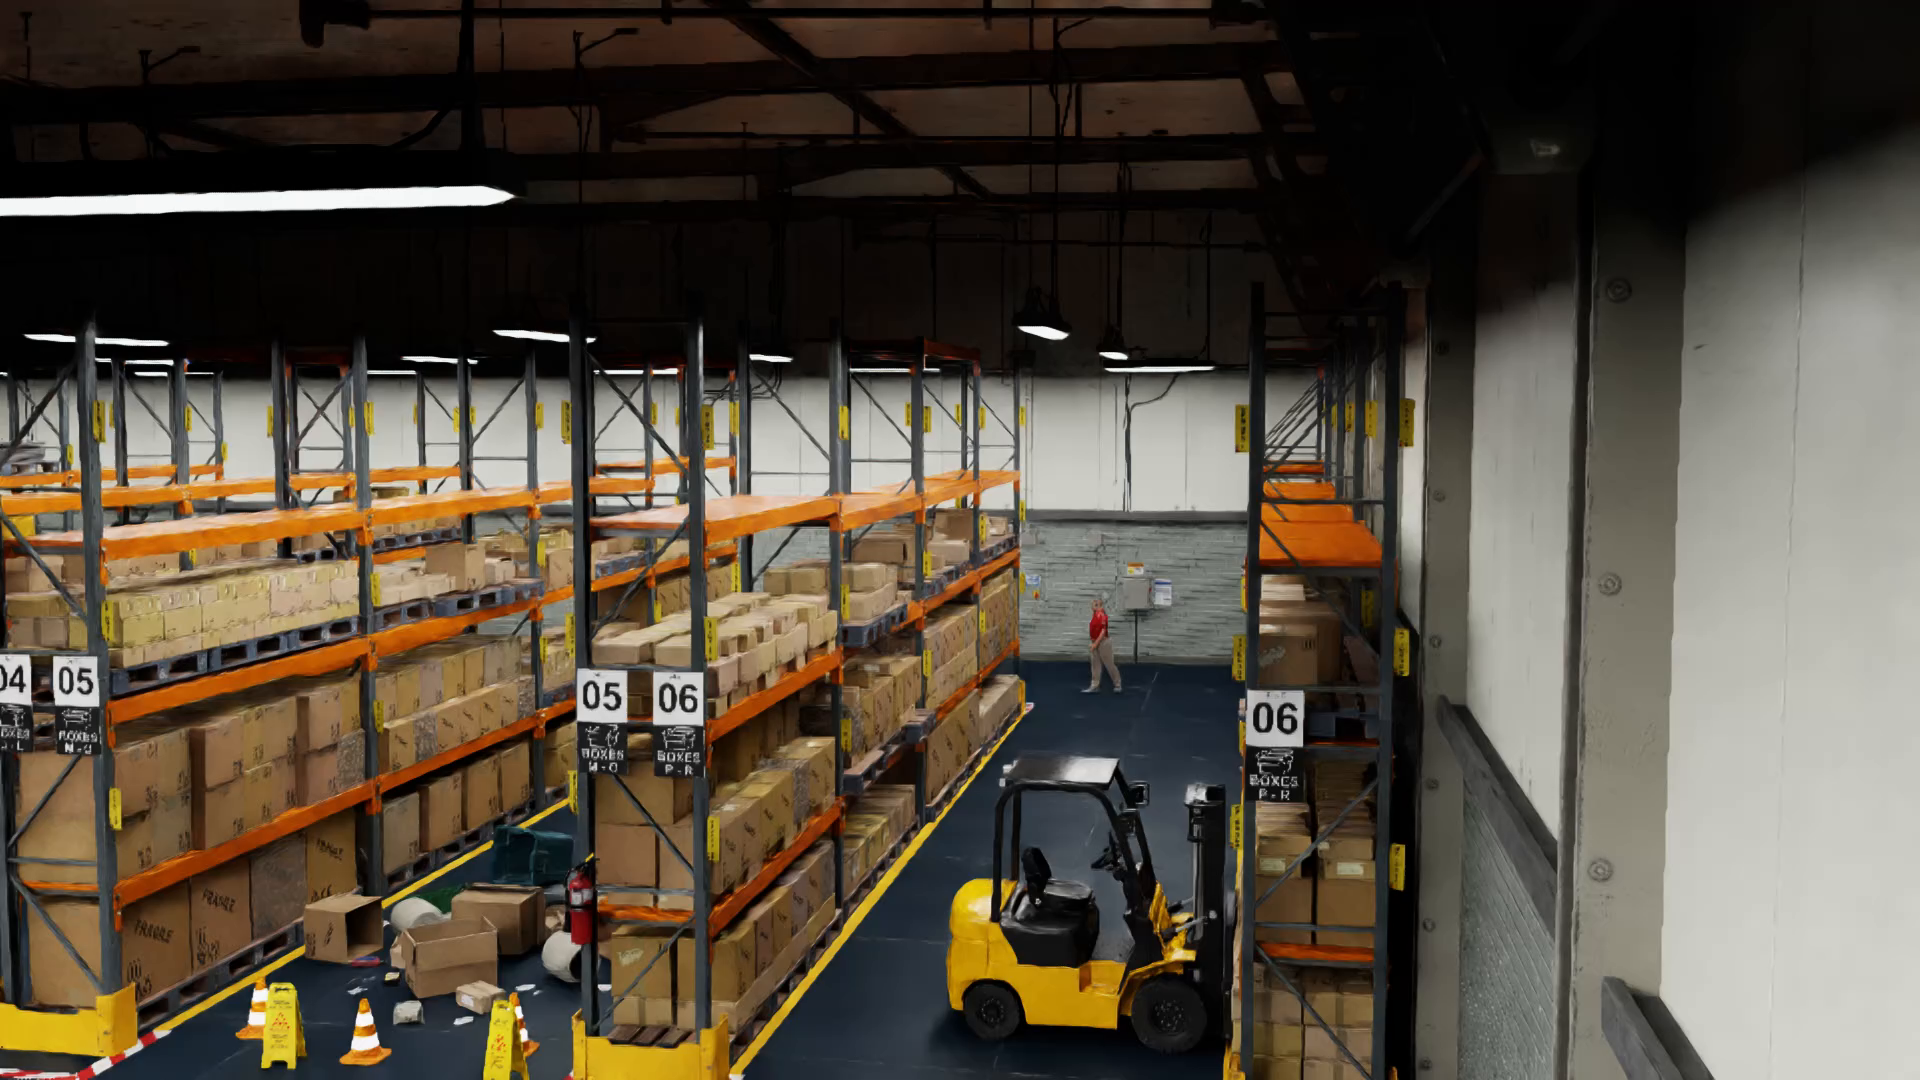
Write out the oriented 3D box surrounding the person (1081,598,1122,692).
[{"bbox_3d":[2.576,1.895,30.018,0.721,1.713,0.569,-1,5,-18],"label":"person"}]
